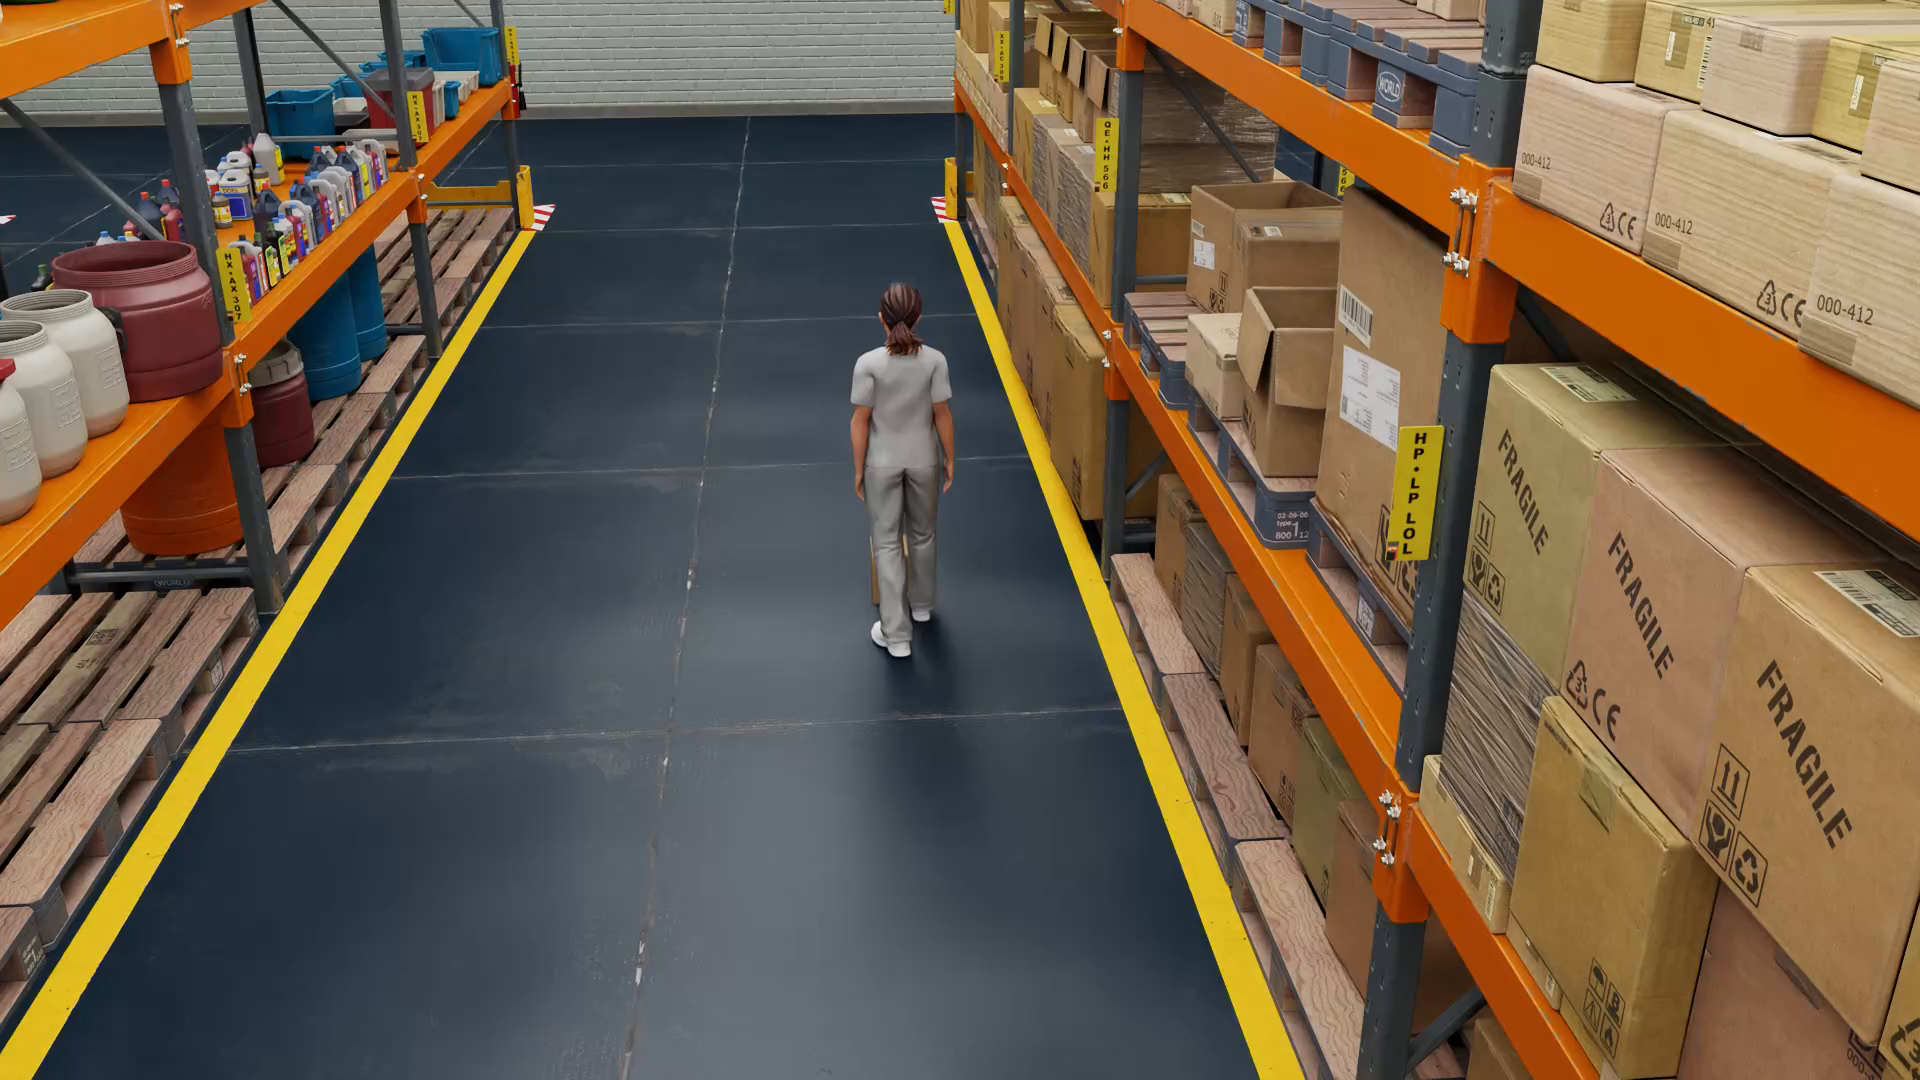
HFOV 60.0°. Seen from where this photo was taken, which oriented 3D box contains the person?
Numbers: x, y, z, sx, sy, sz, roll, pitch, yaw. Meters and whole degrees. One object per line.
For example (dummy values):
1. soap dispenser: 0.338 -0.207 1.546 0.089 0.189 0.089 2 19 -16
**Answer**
1. person: -0.269 -0.356 7.394 0.462 1.662 0.663 -5 24 -11
